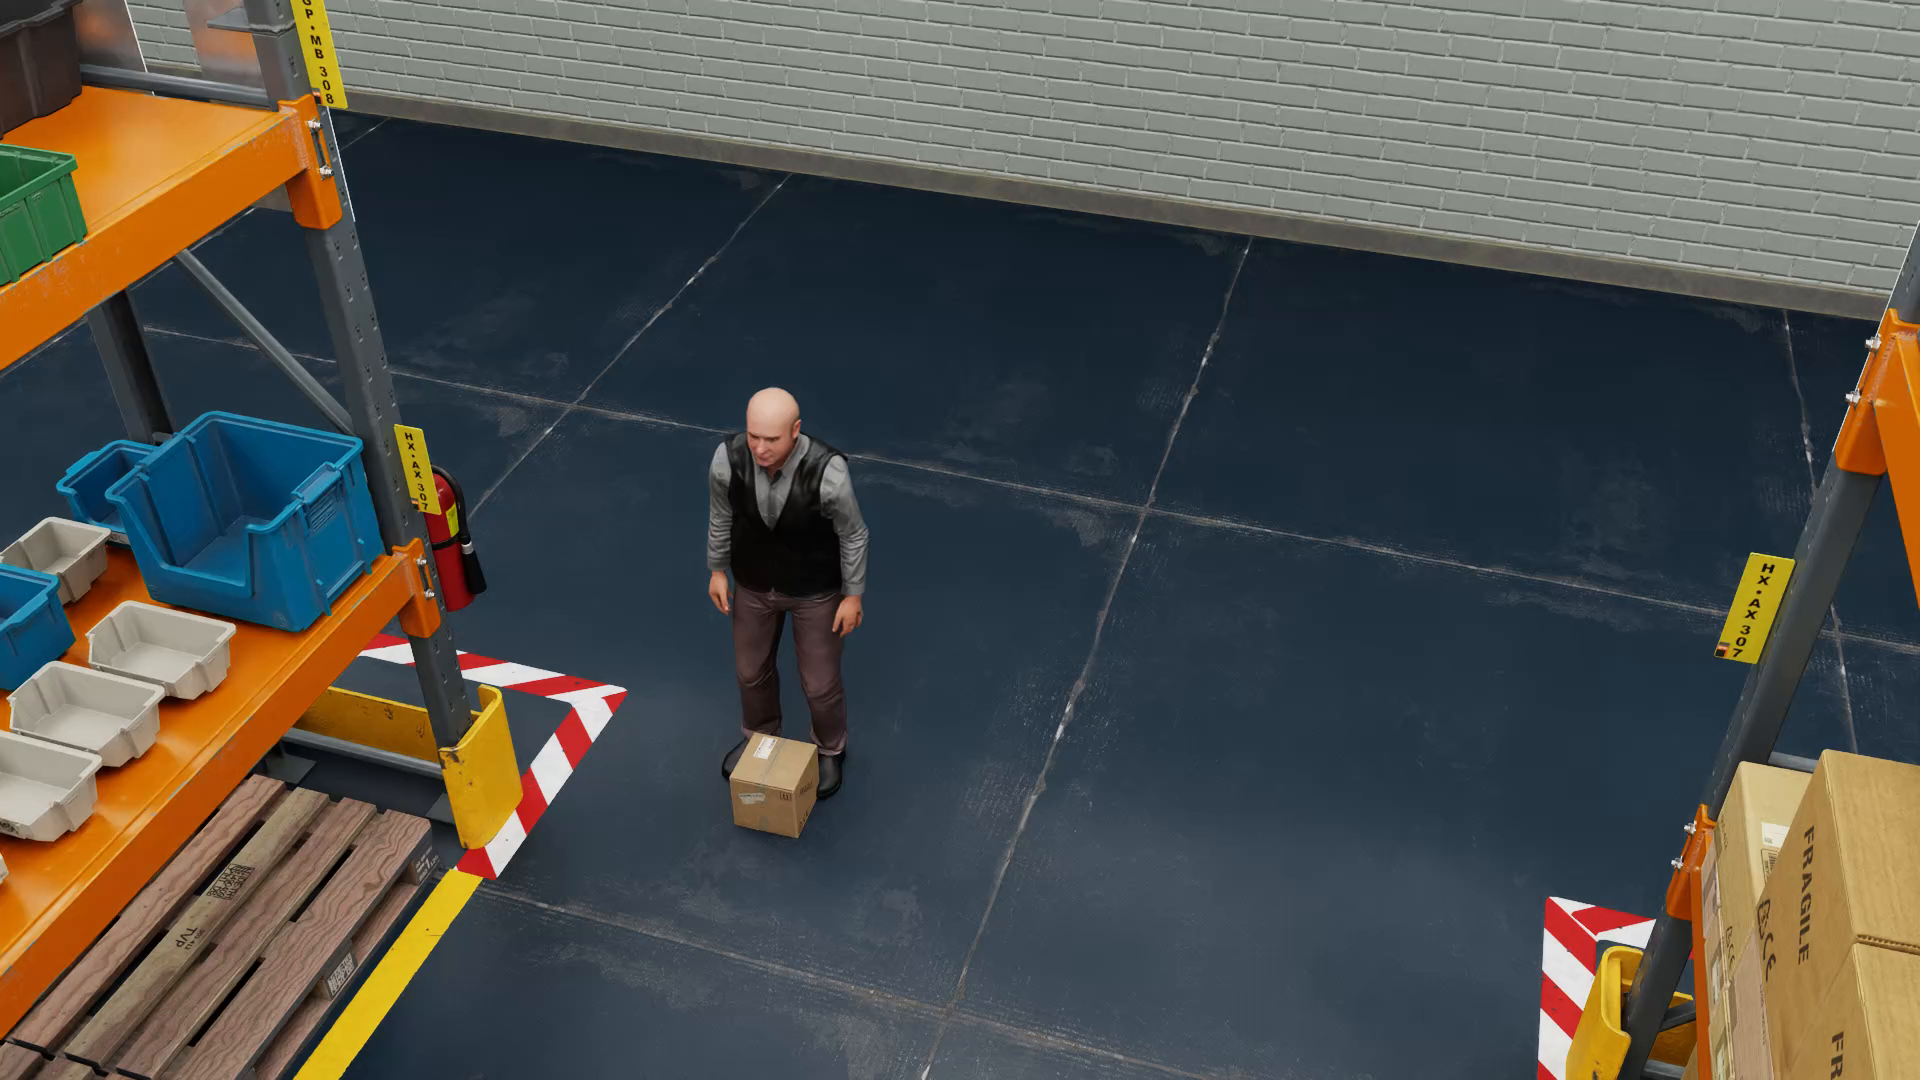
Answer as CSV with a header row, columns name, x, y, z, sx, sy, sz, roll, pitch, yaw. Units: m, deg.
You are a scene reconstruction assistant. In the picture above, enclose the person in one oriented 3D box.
name,x,y,z,sx,sy,sz,roll,pitch,yaw
person,-0.607,0.161,5.954,0.586,1.721,0.412,10,38,13
